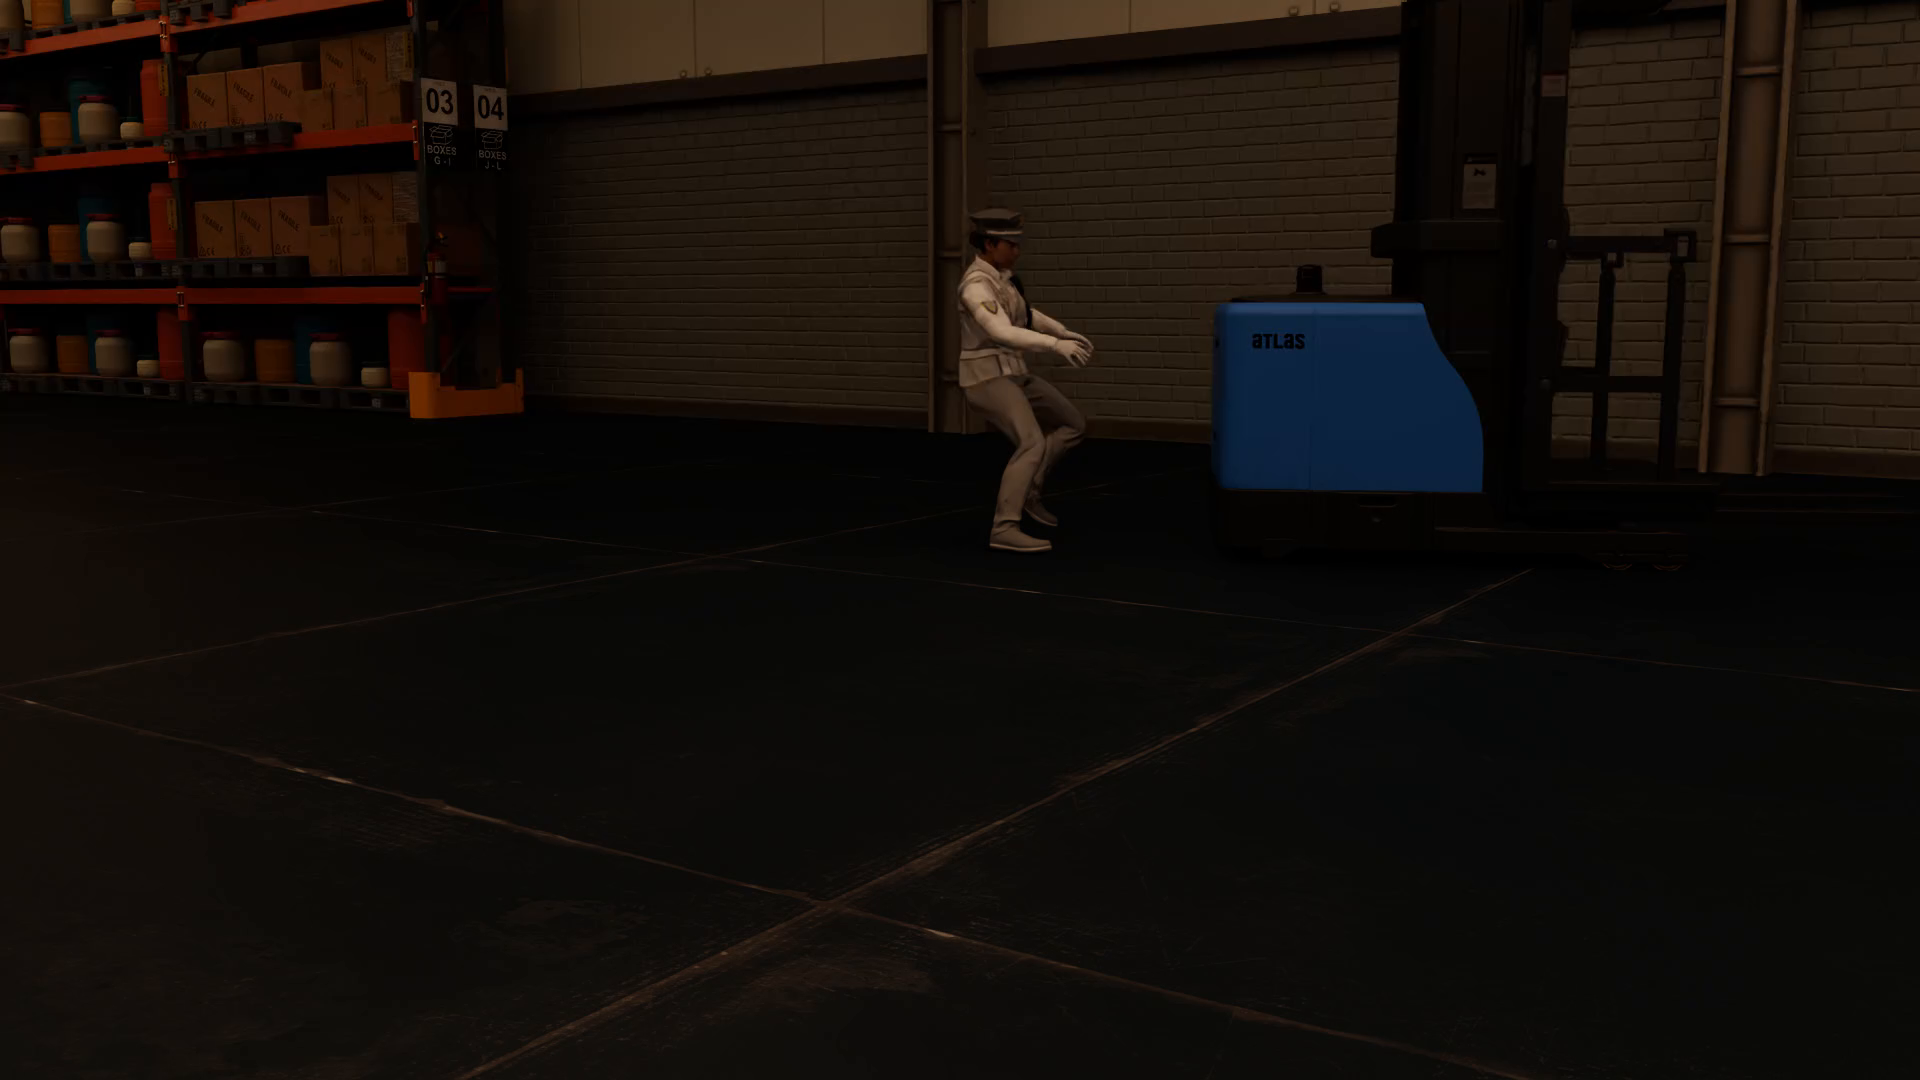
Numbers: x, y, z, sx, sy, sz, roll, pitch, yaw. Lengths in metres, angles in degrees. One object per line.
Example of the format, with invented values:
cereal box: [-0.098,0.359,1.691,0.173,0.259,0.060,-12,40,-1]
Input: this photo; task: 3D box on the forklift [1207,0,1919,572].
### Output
forklift: [2.625,-1.402,7.049,3.031,2.935,1.130,1,8,6]

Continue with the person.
person: [0.324,-0.736,7.481,0.690,1.488,0.857,3,9,20]
